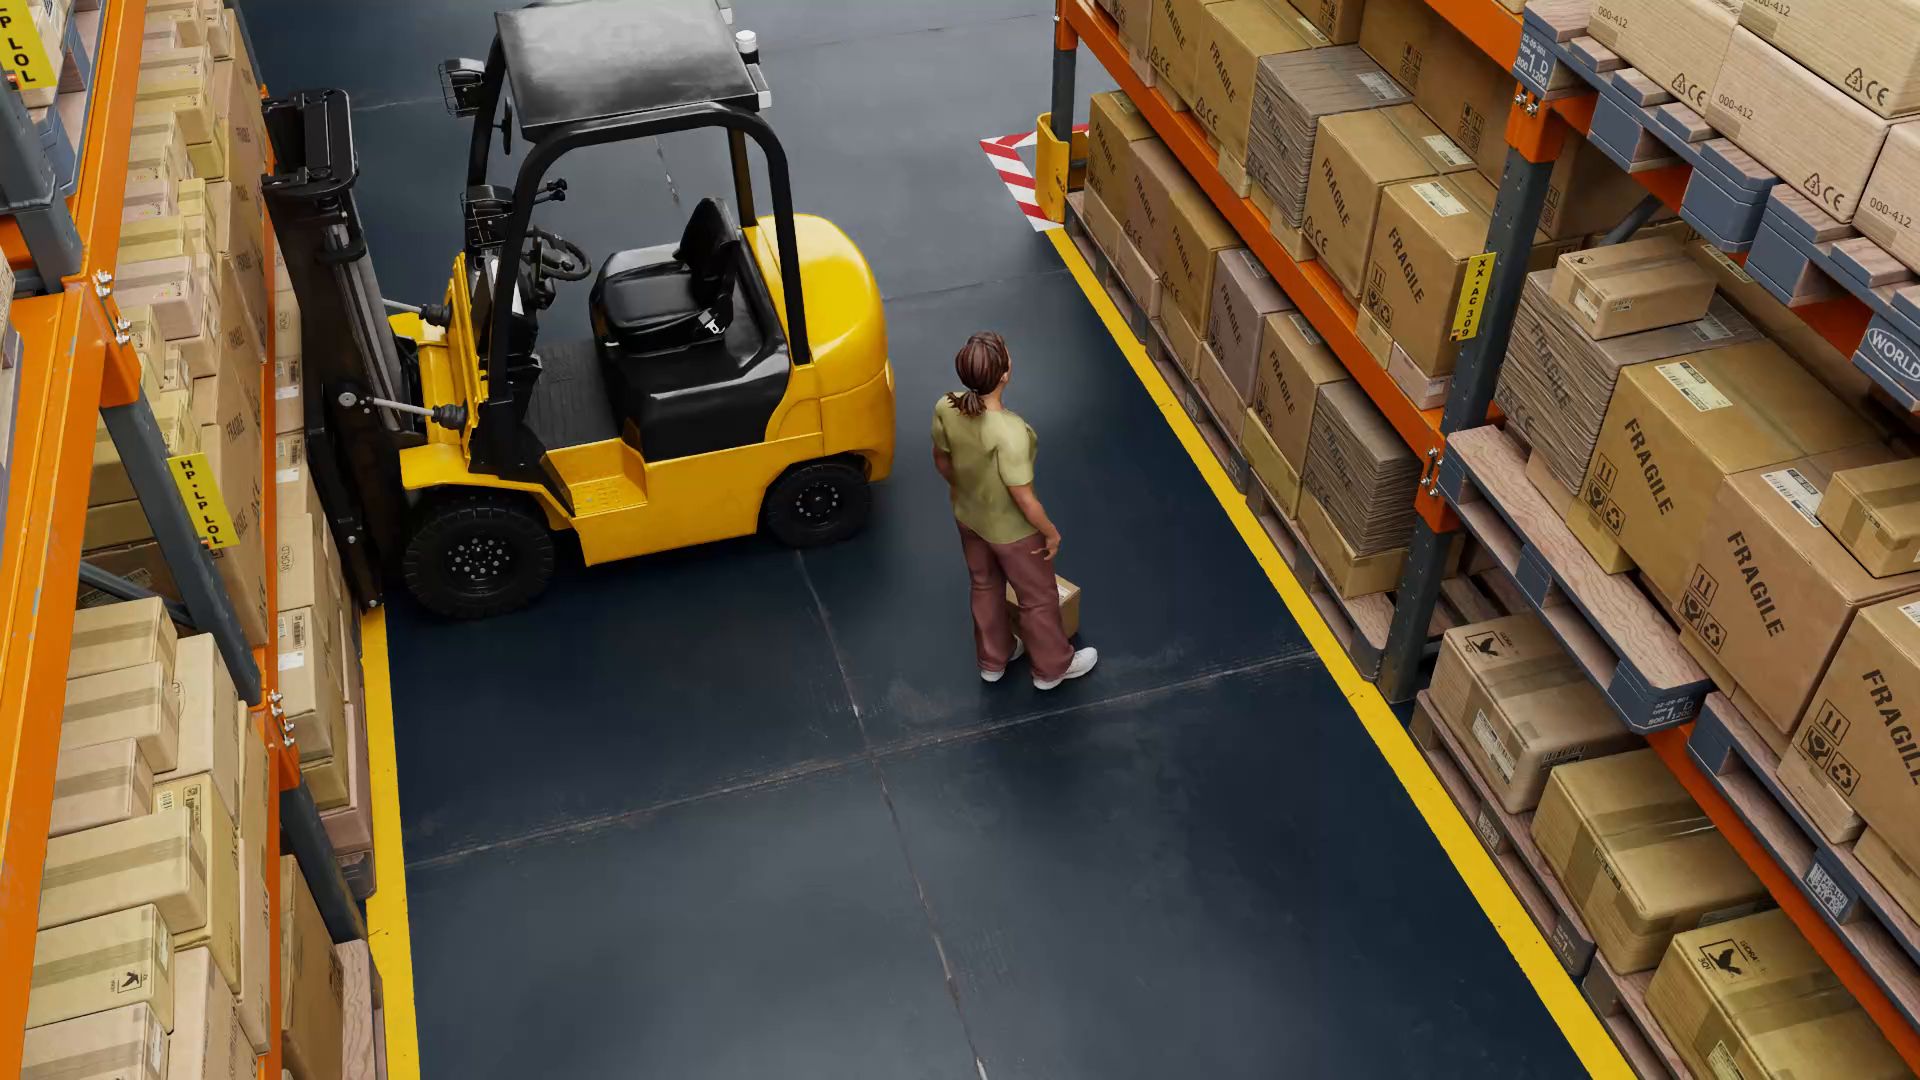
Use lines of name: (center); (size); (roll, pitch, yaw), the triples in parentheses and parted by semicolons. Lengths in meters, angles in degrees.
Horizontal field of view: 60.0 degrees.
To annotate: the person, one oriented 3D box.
person: (0.197, -0.112, 6.270); (0.552, 1.674, 0.548); (33, 52, 31)
